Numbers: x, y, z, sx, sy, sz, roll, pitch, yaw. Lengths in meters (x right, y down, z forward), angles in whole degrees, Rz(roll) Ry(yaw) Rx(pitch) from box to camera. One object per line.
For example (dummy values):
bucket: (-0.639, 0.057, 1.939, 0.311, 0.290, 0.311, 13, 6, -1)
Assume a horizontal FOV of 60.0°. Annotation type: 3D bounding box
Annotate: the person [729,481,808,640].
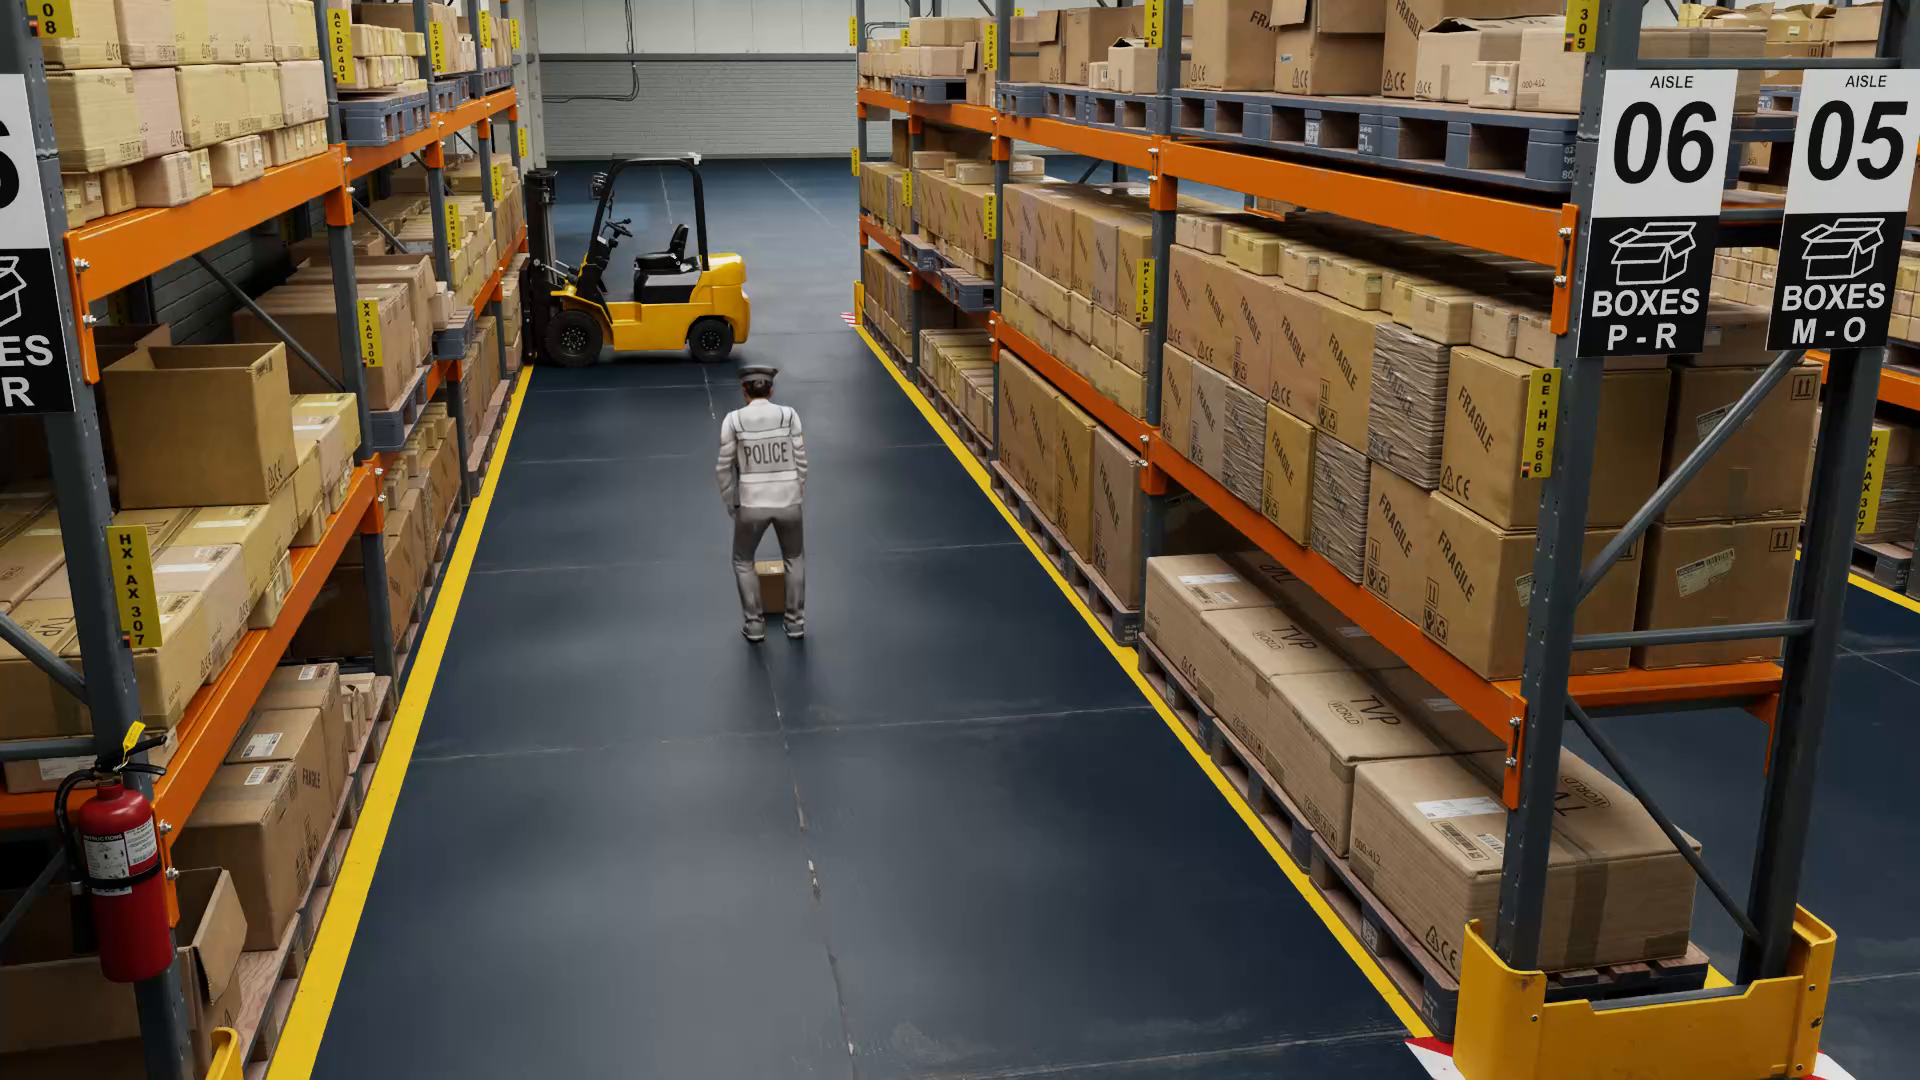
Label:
person: (-1.117, 0.058, 9.657, 0.457, 0.919, 0.881, -4, 17, -13)
